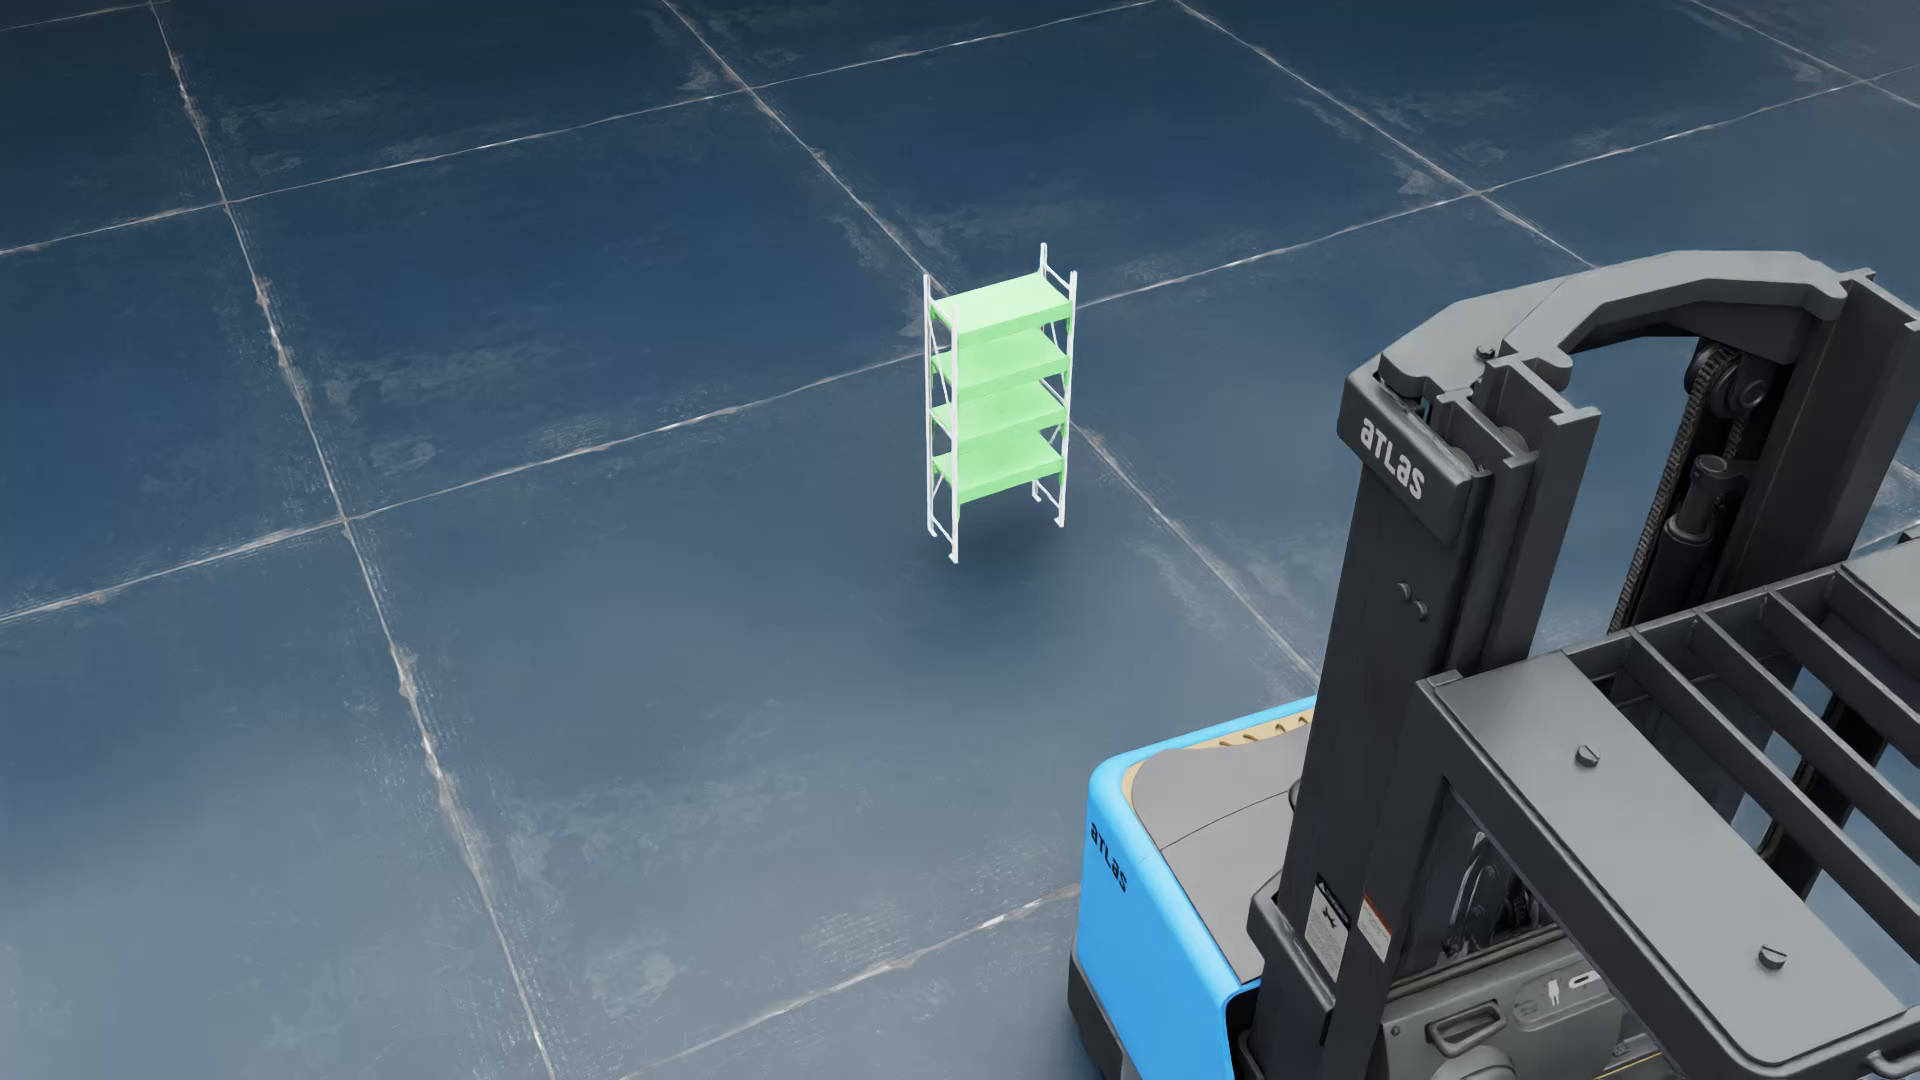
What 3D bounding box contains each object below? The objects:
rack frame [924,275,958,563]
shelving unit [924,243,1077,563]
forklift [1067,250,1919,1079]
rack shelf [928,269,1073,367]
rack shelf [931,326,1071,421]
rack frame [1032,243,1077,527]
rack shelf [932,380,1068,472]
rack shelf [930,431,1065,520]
[{"bbox_3d":[-0.070,-0.435,6.335,0.015,1.200,0.240,-19,44,-21],"label":"rack frame"},{"bbox_3d":[0.147,-0.507,6.421,0.503,1.200,0.258,-19,44,-21],"label":"shelving unit"},{"bbox_3d":[1.337,1.062,3.227,1.130,2.935,3.031,-14,42,-16],"label":"forklift"},{"bbox_3d":[0.147,-0.825,6.152,0.480,0.148,0.258,-19,44,-21],"label":"rack shelf"},{"bbox_3d":[0.147,-0.642,6.307,0.480,0.148,0.258,-19,44,-21],"label":"rack shelf"},{"bbox_3d":[0.363,-0.580,6.507,0.015,1.200,0.240,-19,44,-21],"label":"rack frame"},{"bbox_3d":[0.147,-0.459,6.462,0.480,0.148,0.258,-19,44,-21],"label":"rack shelf"},{"bbox_3d":[0.147,-0.275,6.617,0.480,0.148,0.258,-19,44,-21],"label":"rack shelf"}]
